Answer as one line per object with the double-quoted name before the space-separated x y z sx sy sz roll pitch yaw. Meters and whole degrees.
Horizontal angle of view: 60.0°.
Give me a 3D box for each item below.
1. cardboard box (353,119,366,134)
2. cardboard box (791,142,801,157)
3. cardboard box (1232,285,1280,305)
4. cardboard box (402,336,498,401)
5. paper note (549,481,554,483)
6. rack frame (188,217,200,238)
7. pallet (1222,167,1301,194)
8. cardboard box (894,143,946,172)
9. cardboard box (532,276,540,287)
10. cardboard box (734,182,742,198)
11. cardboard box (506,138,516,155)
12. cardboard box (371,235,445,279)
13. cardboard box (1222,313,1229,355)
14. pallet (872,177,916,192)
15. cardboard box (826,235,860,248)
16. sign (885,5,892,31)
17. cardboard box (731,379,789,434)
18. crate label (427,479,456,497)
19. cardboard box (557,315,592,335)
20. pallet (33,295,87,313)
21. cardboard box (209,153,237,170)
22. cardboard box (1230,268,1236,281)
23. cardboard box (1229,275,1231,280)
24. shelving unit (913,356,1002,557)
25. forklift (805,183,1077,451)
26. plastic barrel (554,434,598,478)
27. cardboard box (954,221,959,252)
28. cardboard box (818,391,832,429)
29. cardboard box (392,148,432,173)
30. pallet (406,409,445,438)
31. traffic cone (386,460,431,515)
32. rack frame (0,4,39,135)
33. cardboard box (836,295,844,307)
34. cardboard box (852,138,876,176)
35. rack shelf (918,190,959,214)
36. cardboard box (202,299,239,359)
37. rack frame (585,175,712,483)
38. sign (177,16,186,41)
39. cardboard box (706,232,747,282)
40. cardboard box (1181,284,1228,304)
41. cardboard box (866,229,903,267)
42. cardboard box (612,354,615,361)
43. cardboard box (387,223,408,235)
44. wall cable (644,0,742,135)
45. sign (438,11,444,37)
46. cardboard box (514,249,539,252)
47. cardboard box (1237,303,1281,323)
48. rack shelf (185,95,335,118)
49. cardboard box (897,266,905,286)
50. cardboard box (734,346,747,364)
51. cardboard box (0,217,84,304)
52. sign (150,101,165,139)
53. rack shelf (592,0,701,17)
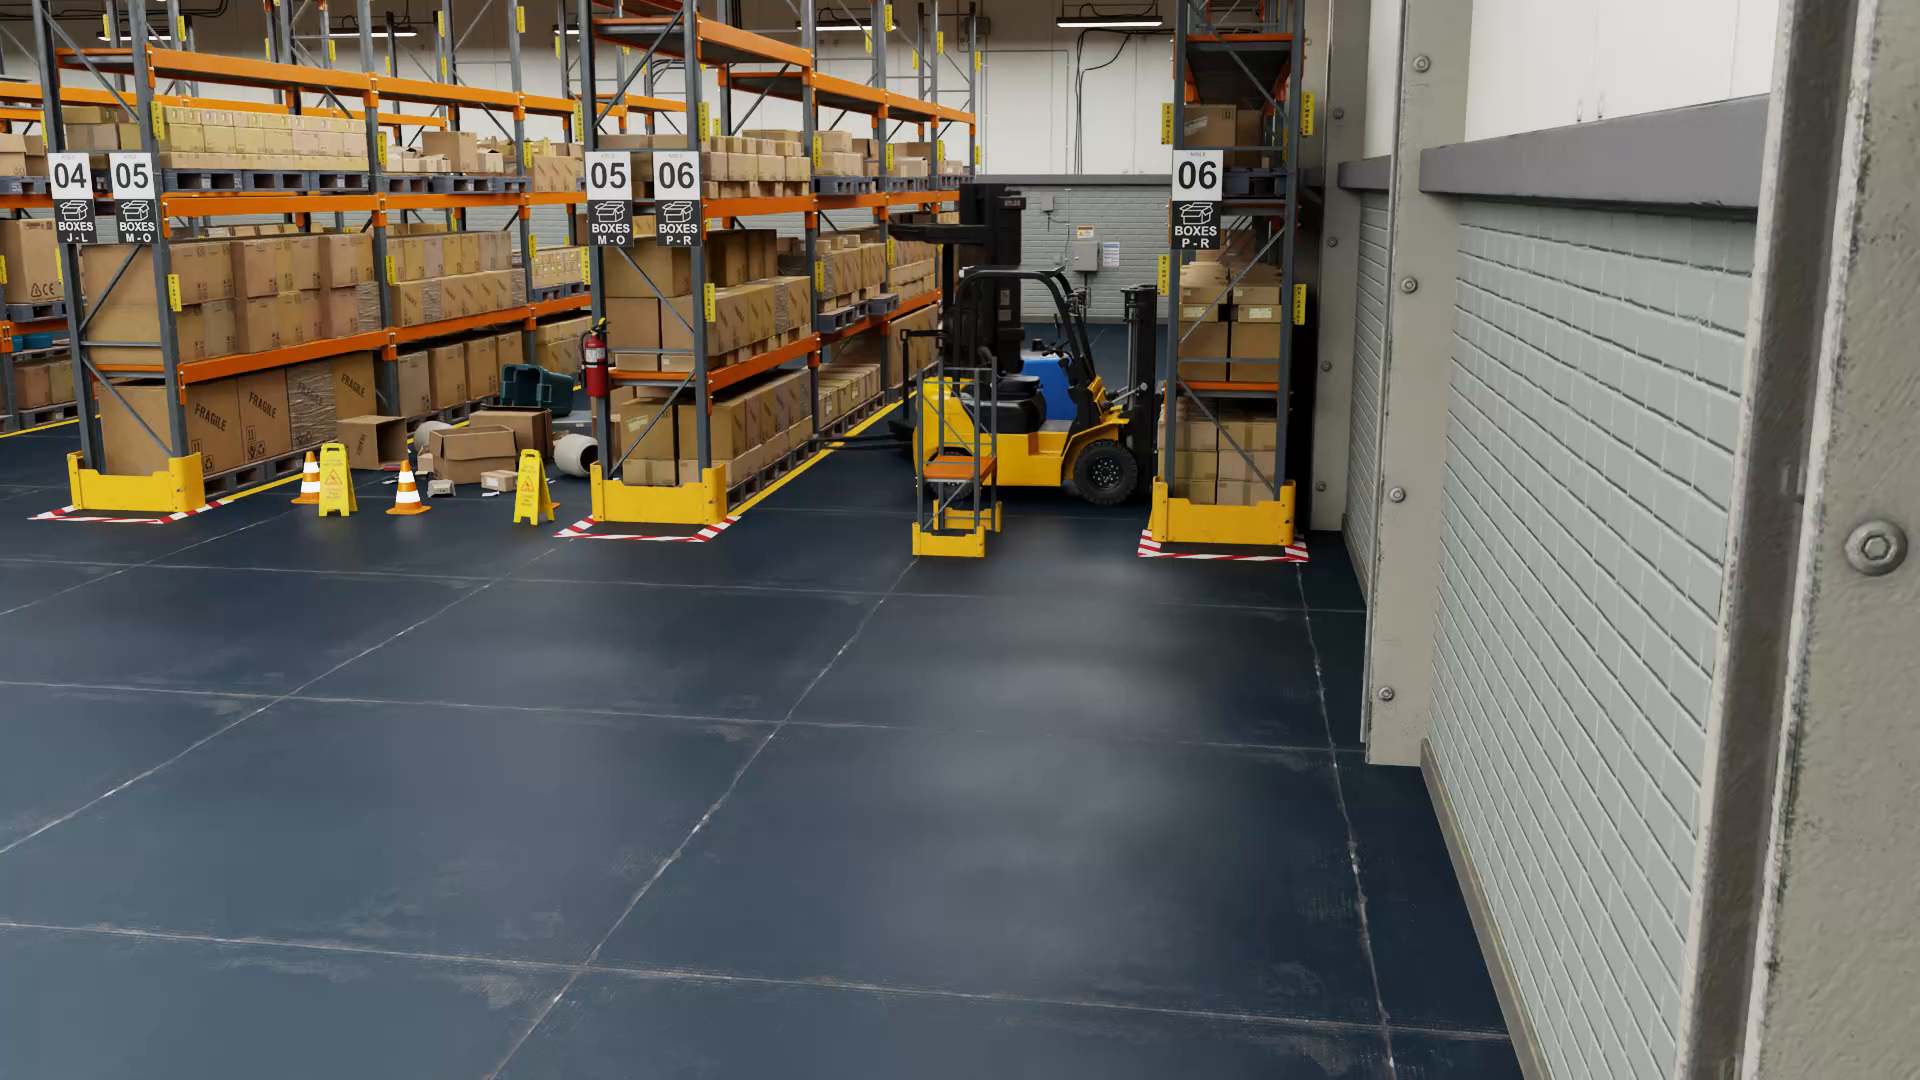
"cardboard box" -6.725 -4.510 18.152 0.380 0.149 0.250 2 12 8
"cardboard box" -1.874 -4.074 17.359 0.380 0.149 0.250 2 12 7
"cardboard box" 2.476 -2.052 13.910 0.380 0.149 0.250 2 12 8
"cardboard box" -6.682 -2.242 21.618 1.050 0.750 0.750 2 12 10
"paper note" -4.091 -0.584 16.680 0.032 0.001 0.123 2 12 9
"rack frame" -11.254 -3.624 23.688 1.000 3.000 0.127 2 12 9
"pallet" 2.347 -3.047 14.101 1.003 0.211 1.213 2 12 9
"cardboard box" -0.671 -6.188 26.988 0.797 0.503 0.637 3 12 13
"cardboard box" -6.100 -3.611 23.229 0.380 0.149 0.250 2 12 8
"cardboard box" -2.243 -3.259 15.471 0.380 0.149 0.250 1 12 7
"cardboard box" -6.386 -5.692 24.113 0.396 0.266 0.258 2 12 9
"cardboard box" -6.758 -3.463 20.331 0.700 0.500 0.500 2 12 9
"cardboard box" 2.118 -1.745 14.732 0.500 0.500 0.500 2 12 10
"pallet" -1.246 -5.045 23.613 1.003 0.211 1.213 2 12 11
"cardboard box" -1.435 -3.670 20.421 0.380 0.149 0.250 1 12 6
"sign" -0.924 -6.715 21.387 0.100 0.325 0.005 2 12 9
"cardboard box" -2.057 -1.354 16.905 0.500 0.500 0.500 3 12 12
"crate label" -4.990 -0.500 15.989 0.250 0.136 0.298 -5 13 -21
"cardboard box" -5.778 -3.244 25.084 0.500 0.250 0.500 1 12 6
"pallet" -11.518 -3.117 21.790 1.003 0.211 1.213 2 12 9
"cardboard box" -7.113 -3.593 15.789 0.380 0.149 0.250 2 12 9
"cardboard box" 3.376 -3.114 19.546 0.380 0.149 0.250 2 12 10
"cardboard box" 3.649 -3.211 20.943 0.500 0.250 0.500 2 12 10
"shelving unit" -0.012 -0.717 13.762 0.587 1.500 1.083 2 12 9
"forklift" -0.158 -2.360 17.987 3.031 2.935 1.130 -5 13 -24
"plastic barrel" -3.871 -0.857 16.965 0.421 0.421 0.512 -10 16 -40
"cardboard box" -0.280 -5.080 27.836 0.500 0.500 0.500 2 12 8
"cardboard box" -1.999 -1.500 19.074 0.950 0.372 0.625 2 12 9
"cardboard box" -6.853 -4.764 20.837 0.500 0.311 0.500 2 12 8
"pallet" -6.940 -1.409 20.032 1.003 0.211 1.213 2 12 9
"traffic cone" -5.050 -0.494 15.186 0.336 0.463 0.334 2 12 9
"rack frame" -15.533 -7.550 27.665 1.000 3.000 0.127 2 12 9
"cardboard box" -1.584 -2.823 19.570 0.380 0.149 0.250 2 12 10
"cardboard box" -1.553 -5.108 22.214 0.797 0.503 0.637 1 12 5
"rack shelf" -0.539 -5.666 27.754 1.077 0.370 4.000 2 12 9
"cardboard box" -7.524 -2.044 16.001 0.875 0.550 0.550 2 12 9
"rack frame" -2.692 -1.637 14.471 1.000 3.000 0.127 2 12 9
"sign" -10.716 -7.036 22.877 0.100 0.325 0.005 2 12 9
"cardboard box" -2.563 -2.859 16.824 0.700 0.500 0.500 2 12 7
"cardboard box" 2.060 -2.070 13.996 0.380 0.149 0.250 2 12 9
"cardboard box" -1.078 -4.039 23.003 0.500 0.500 0.500 2 12 9
"cardboard box" -5.618 -3.096 26.175 0.500 0.500 0.500 2 12 8
"cardboard box" -10.441 -5.533 30.415 0.500 0.500 0.500 2 12 7
"wall cable" -5.748 -10.860 35.388 2.277 5.999 0.120 2 12 9
"sign" -6.906 -6.886 22.178 0.100 0.325 0.005 2 12 9
"cardboard box" -6.504 -4.255 24.807 0.380 0.149 0.250 2 12 10
"cardboard box" 2.521 -1.905 13.938 0.380 0.149 0.250 2 12 7
"rack shelf" -10.946 -6.426 25.106 1.077 0.370 4.000 2 12 9
"cardboard box" -1.059 -3.679 23.113 0.500 0.250 0.500 2 12 10
"cardboard box" -2.205 -1.735 15.523 0.380 0.149 0.250 2 12 10
"cardboard box" -11.609 -3.451 20.463 1.000 1.000 1.000 2 12 9
"sign" -7.051 -3.690 14.612 0.100 0.325 0.005 2 12 9
"rack shelf" -5.446 -8.897 27.734 1.077 0.370 4.000 2 12 9
